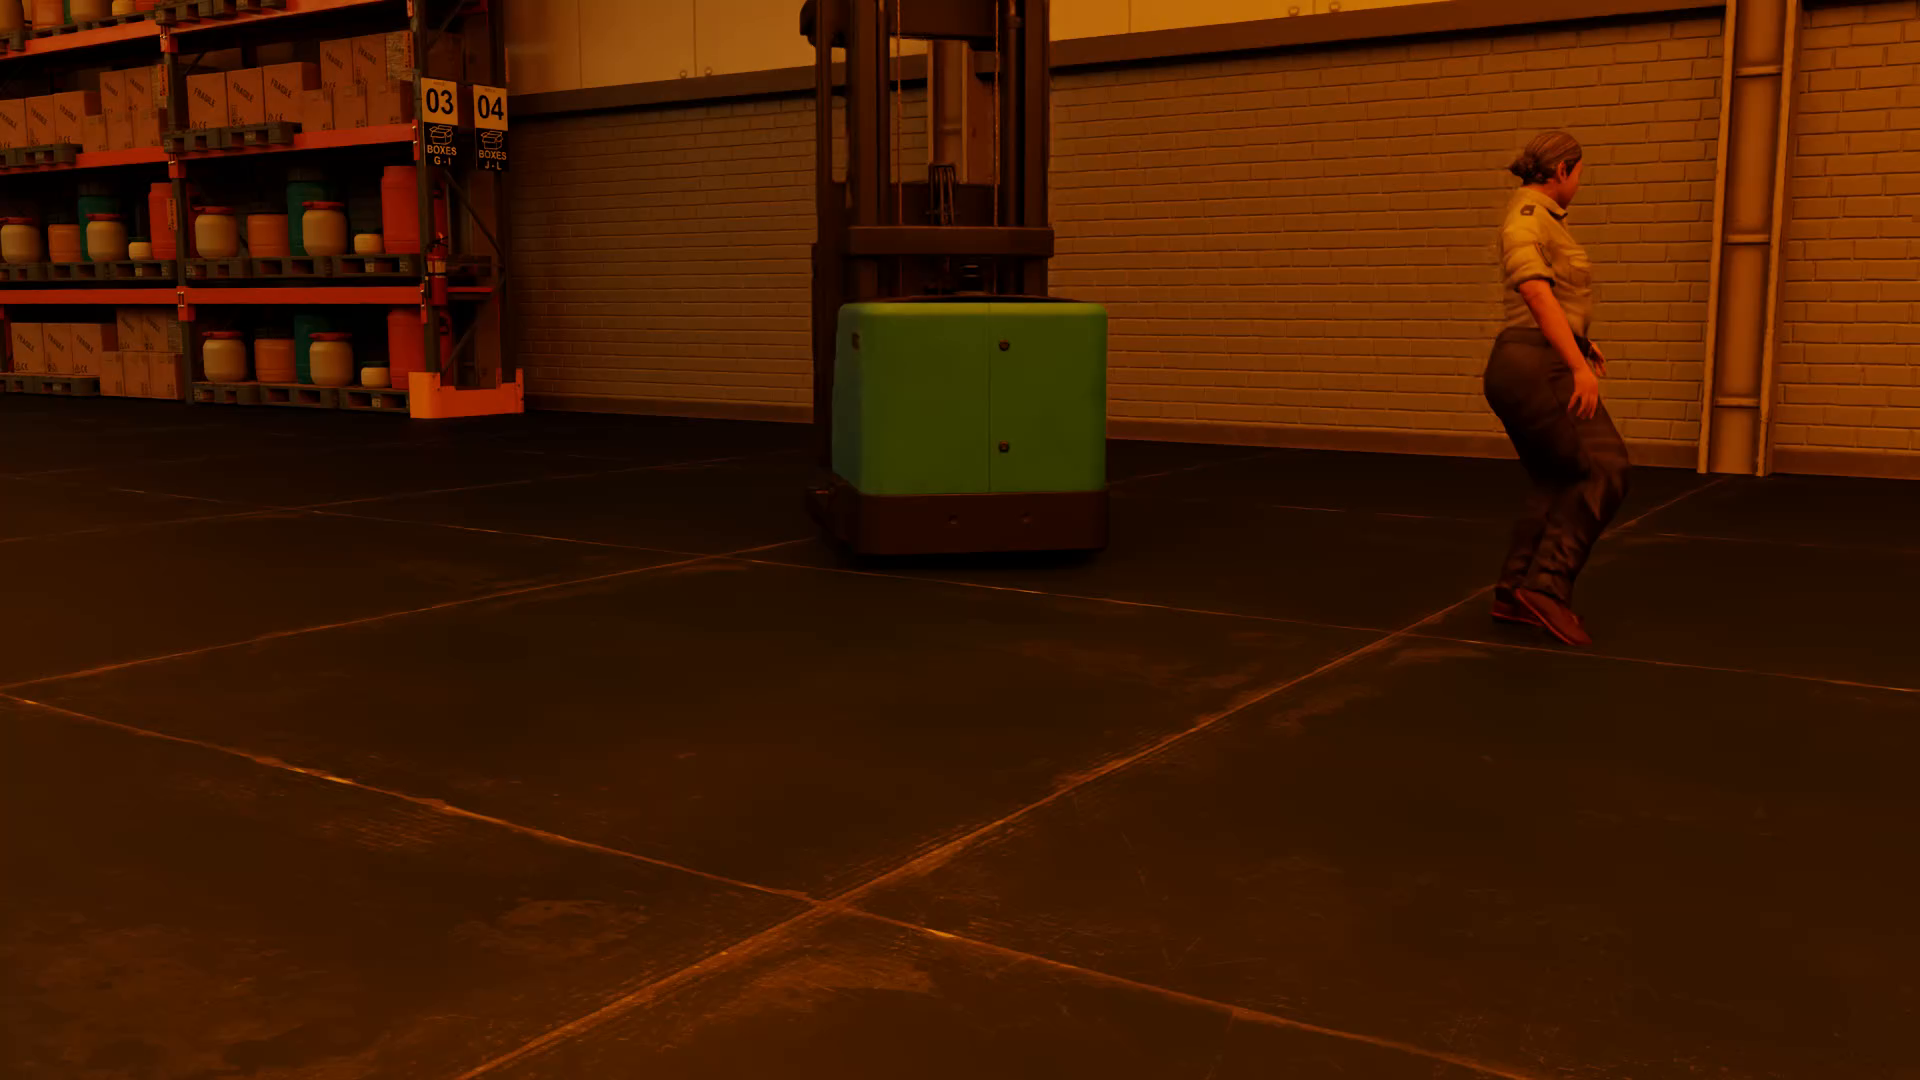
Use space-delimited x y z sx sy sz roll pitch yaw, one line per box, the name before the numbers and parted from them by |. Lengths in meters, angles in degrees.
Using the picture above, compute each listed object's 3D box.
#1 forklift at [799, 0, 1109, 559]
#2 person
forklift | -0.175 -1.540 8.020 1.130 2.935 3.031 -2 8 -11
person | 1.956 -0.493 5.454 0.465 1.661 0.796 3 9 20
